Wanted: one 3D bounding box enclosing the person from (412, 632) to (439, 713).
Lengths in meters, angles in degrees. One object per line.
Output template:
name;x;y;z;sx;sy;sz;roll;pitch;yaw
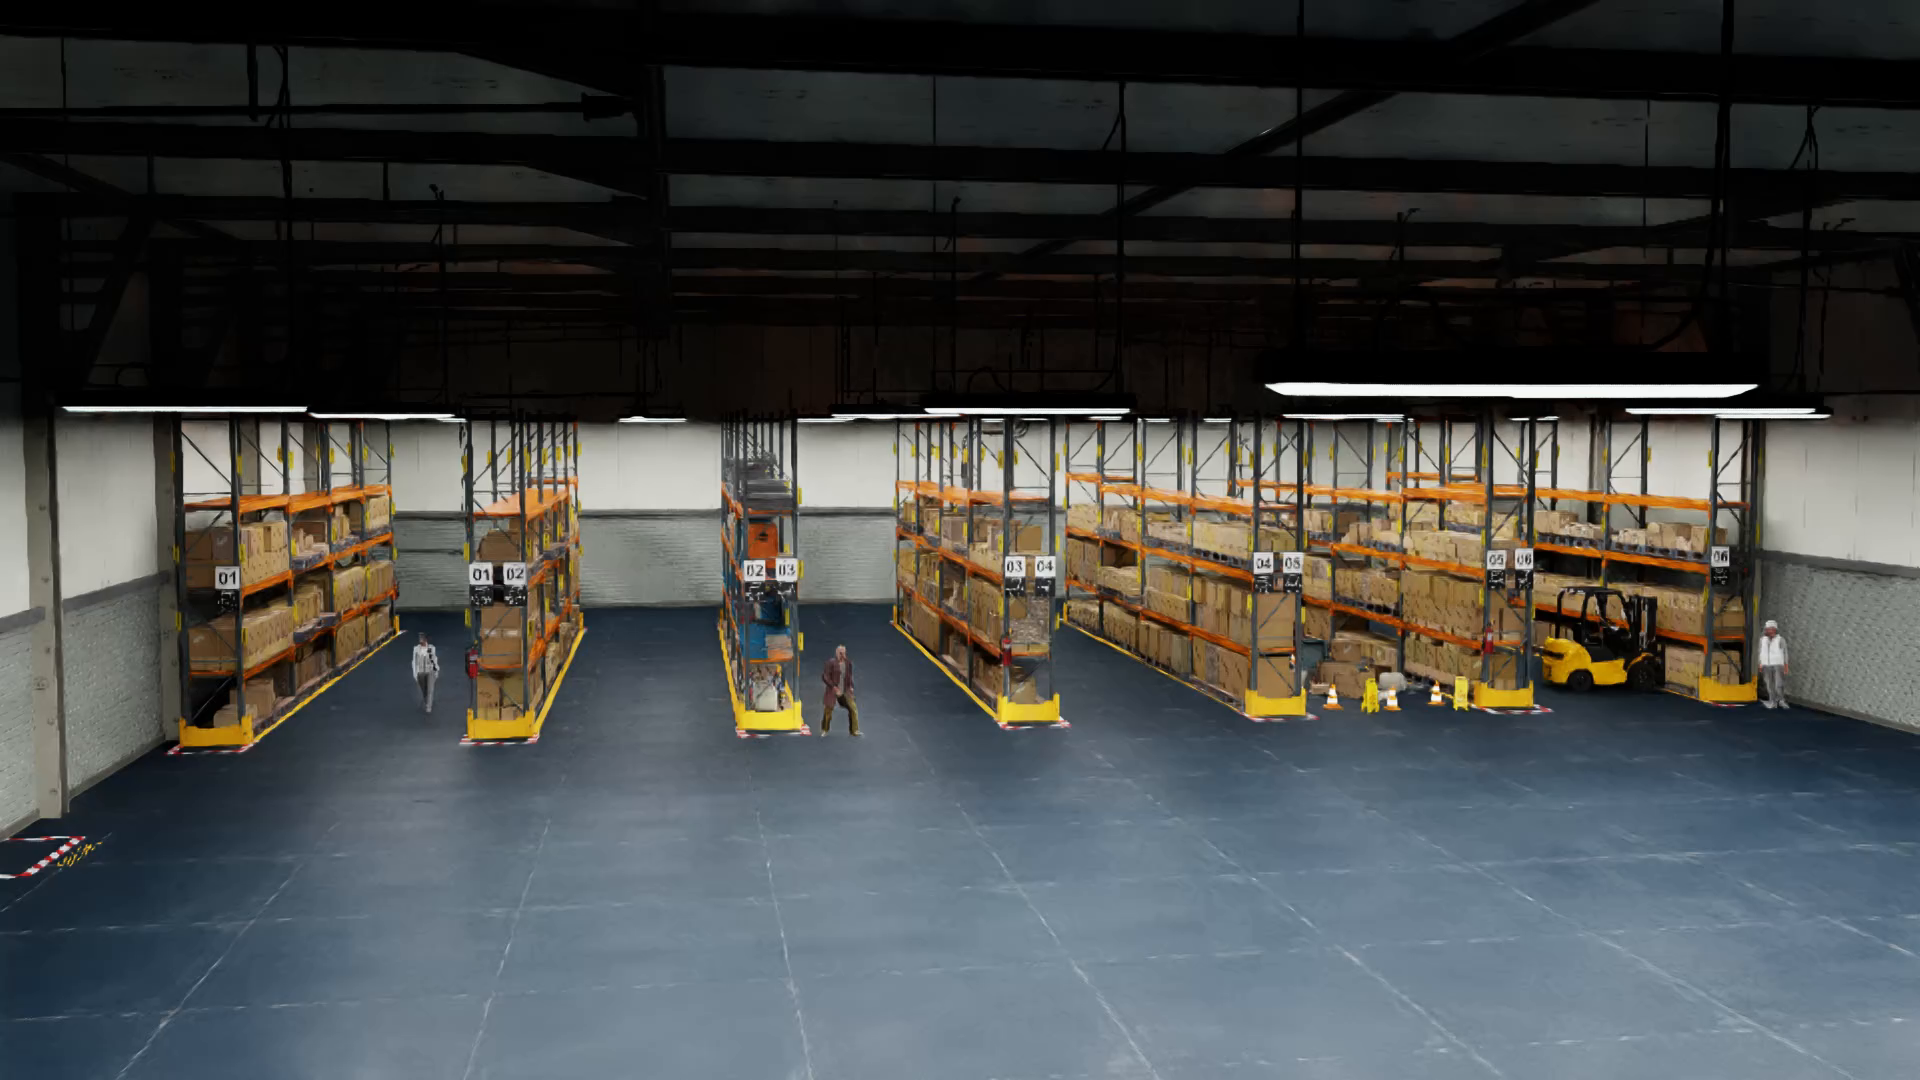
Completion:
person;-10.637;2.605;33.048;0.495;1.587;1.086;-1;4;-7

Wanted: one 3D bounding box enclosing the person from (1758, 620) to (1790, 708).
person;16.362;2.499;33.416;0.399;1.767;0.643;-4;5;-41

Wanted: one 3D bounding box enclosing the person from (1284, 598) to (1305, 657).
person;8.198;2.022;40.532;0.586;1.718;0.640;1;4;16

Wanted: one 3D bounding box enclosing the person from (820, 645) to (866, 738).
person;-2.205;2.749;30.213;0.735;1.719;0.868;-2;4;-28
